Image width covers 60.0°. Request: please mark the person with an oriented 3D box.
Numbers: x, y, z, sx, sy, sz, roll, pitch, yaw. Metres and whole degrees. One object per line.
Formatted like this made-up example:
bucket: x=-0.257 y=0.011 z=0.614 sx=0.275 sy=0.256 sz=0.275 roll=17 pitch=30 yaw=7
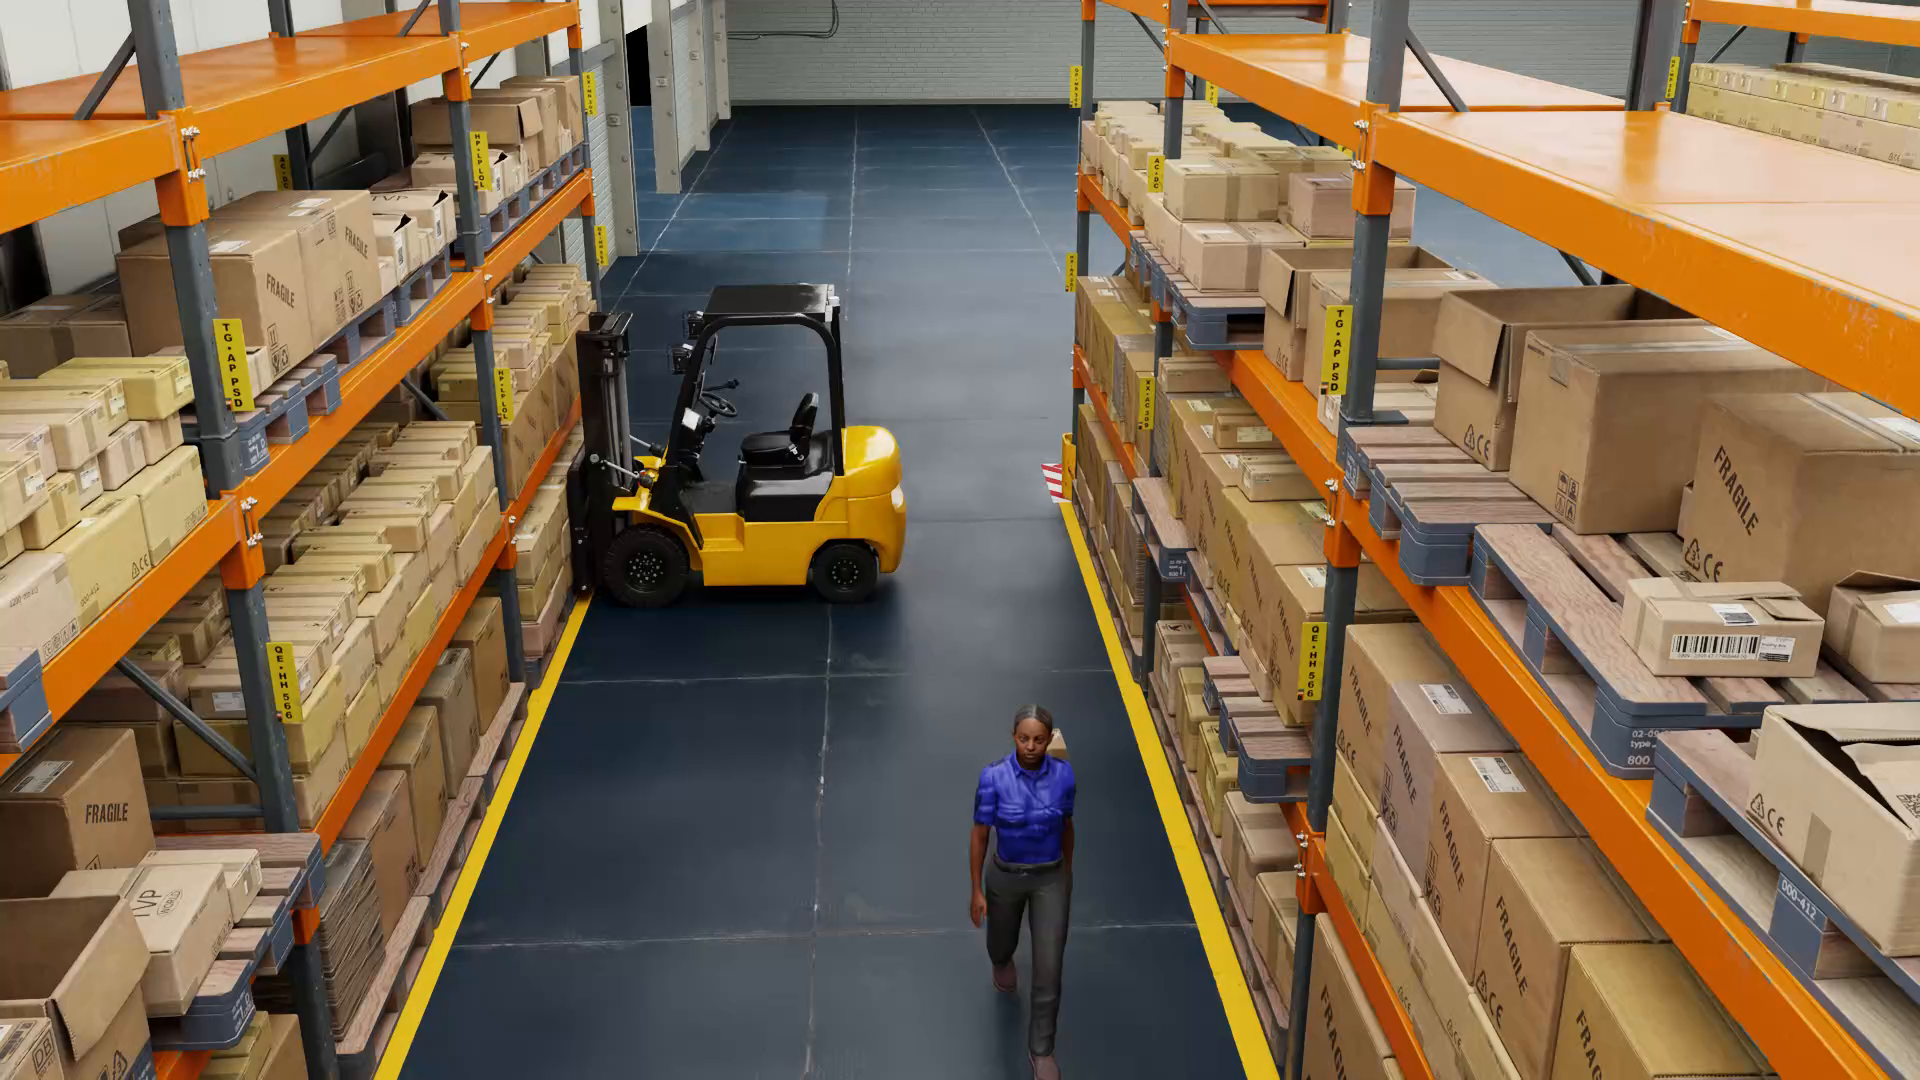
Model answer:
person: x=0.267 y=1.449 z=7.198 sx=0.468 sy=1.613 sz=0.906 roll=-1 pitch=21 yaw=-3
